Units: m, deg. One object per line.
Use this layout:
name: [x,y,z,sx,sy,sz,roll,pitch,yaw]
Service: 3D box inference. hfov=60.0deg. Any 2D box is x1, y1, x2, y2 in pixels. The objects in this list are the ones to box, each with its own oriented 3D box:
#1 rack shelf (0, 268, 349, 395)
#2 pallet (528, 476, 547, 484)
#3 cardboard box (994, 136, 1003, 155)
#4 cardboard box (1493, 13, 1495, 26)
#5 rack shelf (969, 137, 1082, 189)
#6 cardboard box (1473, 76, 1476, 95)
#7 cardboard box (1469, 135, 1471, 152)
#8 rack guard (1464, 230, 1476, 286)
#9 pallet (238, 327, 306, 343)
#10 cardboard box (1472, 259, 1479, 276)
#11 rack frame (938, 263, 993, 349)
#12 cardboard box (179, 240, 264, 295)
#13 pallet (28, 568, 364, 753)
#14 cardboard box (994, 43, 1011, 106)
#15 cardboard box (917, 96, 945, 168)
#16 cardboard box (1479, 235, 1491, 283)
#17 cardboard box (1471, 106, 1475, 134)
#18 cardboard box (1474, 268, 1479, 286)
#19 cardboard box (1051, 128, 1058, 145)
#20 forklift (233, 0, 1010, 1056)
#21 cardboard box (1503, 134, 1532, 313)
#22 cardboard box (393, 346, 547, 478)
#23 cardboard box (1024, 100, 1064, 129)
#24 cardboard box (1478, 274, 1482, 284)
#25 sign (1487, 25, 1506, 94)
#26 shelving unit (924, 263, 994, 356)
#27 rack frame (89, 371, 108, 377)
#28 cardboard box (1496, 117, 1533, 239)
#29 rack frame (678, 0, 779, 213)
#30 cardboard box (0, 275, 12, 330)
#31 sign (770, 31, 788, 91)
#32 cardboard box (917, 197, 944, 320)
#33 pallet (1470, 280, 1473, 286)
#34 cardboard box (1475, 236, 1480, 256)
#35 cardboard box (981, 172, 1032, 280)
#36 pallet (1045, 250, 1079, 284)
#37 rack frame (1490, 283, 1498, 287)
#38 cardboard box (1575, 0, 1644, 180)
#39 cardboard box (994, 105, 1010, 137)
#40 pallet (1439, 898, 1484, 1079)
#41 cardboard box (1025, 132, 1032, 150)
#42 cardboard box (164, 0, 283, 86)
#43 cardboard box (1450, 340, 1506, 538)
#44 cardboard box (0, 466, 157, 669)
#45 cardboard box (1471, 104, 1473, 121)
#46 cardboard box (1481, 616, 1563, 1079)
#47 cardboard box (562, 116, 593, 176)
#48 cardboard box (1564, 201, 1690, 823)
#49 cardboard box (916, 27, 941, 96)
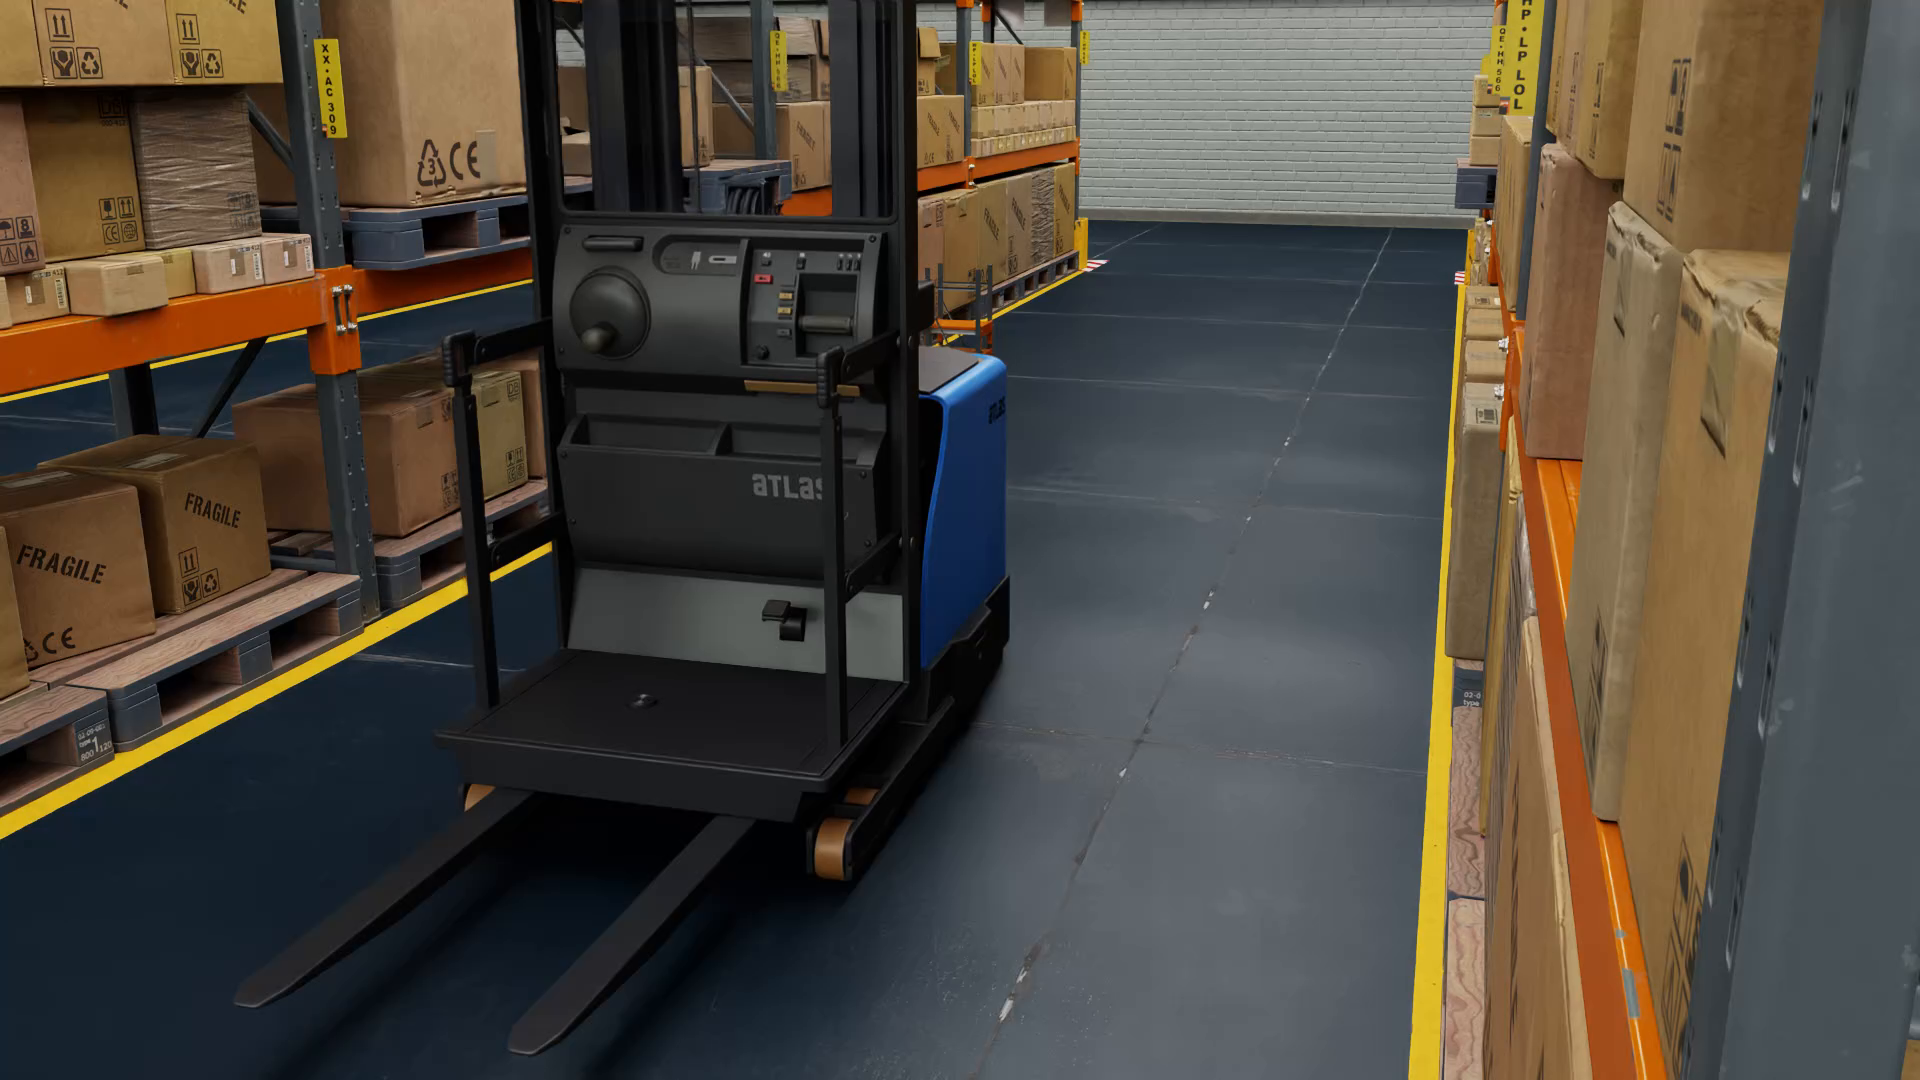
rack shelf: [-3.249,-0.299,4.206,1.077,0.370,4.000,5,16,16]
pallet: [-2.116,-0.351,8.181,1.003,0.211,1.213,5,16,16]
cardboard box: [0.145,-3.330,14.034,0.380,0.149,0.250,5,17,18]
cardboard box: [4.626,-4.072,13.628,0.500,0.500,0.500,4,16,14]
rack shelf: [0.161,-3.439,15.275,1.077,0.370,4.000,5,16,16]
cardboard box: [3.400,-2.812,10.348,0.380,0.149,0.250,5,17,18]
cardboard box: [3.176,-2.318,9.694,0.380,0.149,0.250,4,16,13]
rack guard: [5.435,-2.675,15.843,1.175,0.500,0.348,5,16,16]
pallet: [-5.760,-1.785,13.237,1.003,0.211,1.213,5,16,16]
cardboard box: [4.763,-2.417,14.808,0.380,0.149,0.250,5,17,17]
rack frame: [0.022,-0.597,7.237,0.240,1.200,0.006,5,16,16]
cardboard box: [-2.540,-0.904,5.481,0.380,0.149,0.250,5,16,16]
pallet: [-2.838,0.351,5.704,1.003,0.211,1.213,5,16,16]
cardboard box: [0.121,-3.927,14.034,0.500,0.500,0.500,5,16,16]
cardboard box: [-0.426,-3.037,12.358,0.500,0.500,0.500,5,17,18]
cardboard box: [3.558,-1.765,10.494,0.500,0.250,0.500,5,17,18]
cardboard box: [2.961,-2.263,8.956,0.380,0.149,0.250,5,17,18]
cardboard box: [4.169,-2.003,12.804,0.380,0.149,0.250,4,16,13]
cardboard box: [0.727,-3.869,15.935,0.380,0.149,0.250,5,17,17]
forklift: [-0.714,-0.654,4.265,1.130,2.935,3.031,4,16,15]
cardboard box: [1.938,-0.963,5.044,0.500,0.500,0.500,5,16,16]
cardboard box: [-2.173,-0.607,7.745,0.700,0.500,0.500,3,16,11]
cardboard box: [0.701,-4.099,16.014,0.500,0.250,0.500,4,16,15]
cardboard box: [3.706,-1.539,11.069,0.500,0.500,0.500,5,17,18]
sign: [2.660,-2.363,8.186,0.100,0.325,0.005,5,16,16]
shelving unit: [-0.004,-0.573,7.152,0.258,1.200,0.189,5,16,16]
rack frame: [-6.293,-2.599,10.997,1.000,3.000,0.127,5,16,16]
cardboard box: [2.511,-1.491,6.905,0.500,0.500,0.500,5,16,16]
rack frame: [-1.544,-2.215,9.643,1.000,3.000,0.127,5,16,16]
cardboard box: [-2.863,-0.646,4.569,0.380,0.149,0.250,5,16,16]
sign: [-1.021,-2.695,9.356,0.100,0.325,0.005,5,16,16]
cardboard box: [-0.823,-2.039,12.144,1.225,0.875,0.875,4,16,14]
pallet: [4.821,-2.008,14.021,1.003,0.211,1.213,5,16,16]
cardboard box: [4.471,-2.428,13.756,0.380,0.149,0.250,4,16,14]
cardboard box: [0.113,-2.844,14.982,0.875,0.875,0.875,5,16,16]
pallet: [0.577,-2.751,16.643,1.003,0.211,1.213,5,16,16]
rack frame: [3.183,-1.804,8.193,1.000,3.000,0.127,5,16,16]
cardboard box: [1.435,-0.833,2.514,0.875,0.550,0.500,5,16,16]
cardboard box: [0.123,-3.565,14.131,0.500,0.250,0.500,5,16,16]
pallet: [1.410,1.097,3.075,1.003,0.211,1.213,5,16,16]
cardboard box: [0.437,-3.600,14.987,0.380,0.149,0.250,4,16,14]
cardboard box: [-2.545,-1.702,5.272,0.500,0.500,0.500,5,16,16]
cardboard box: [2.414,-0.299,6.239,1.050,0.750,0.750,5,16,16]
cardboard box: [-2.988,0.084,5.348,0.500,0.500,0.500,11,19,33]
cardboard box: [3.548,-2.804,10.864,0.380,0.149,0.250,4,16,13]
cardboard box: [1.287,0.696,2.503,0.875,0.875,0.875,4,16,15]
cardboard box: [-1.759,-1.895,7.992,0.396,0.266,0.258,4,16,14]
cardboard box: [1.107,-0.030,1.662,0.875,0.550,0.550,5,16,16]
cardboard box: [-0.581,-3.625,12.590,0.797,0.503,0.637,4,16,14]
